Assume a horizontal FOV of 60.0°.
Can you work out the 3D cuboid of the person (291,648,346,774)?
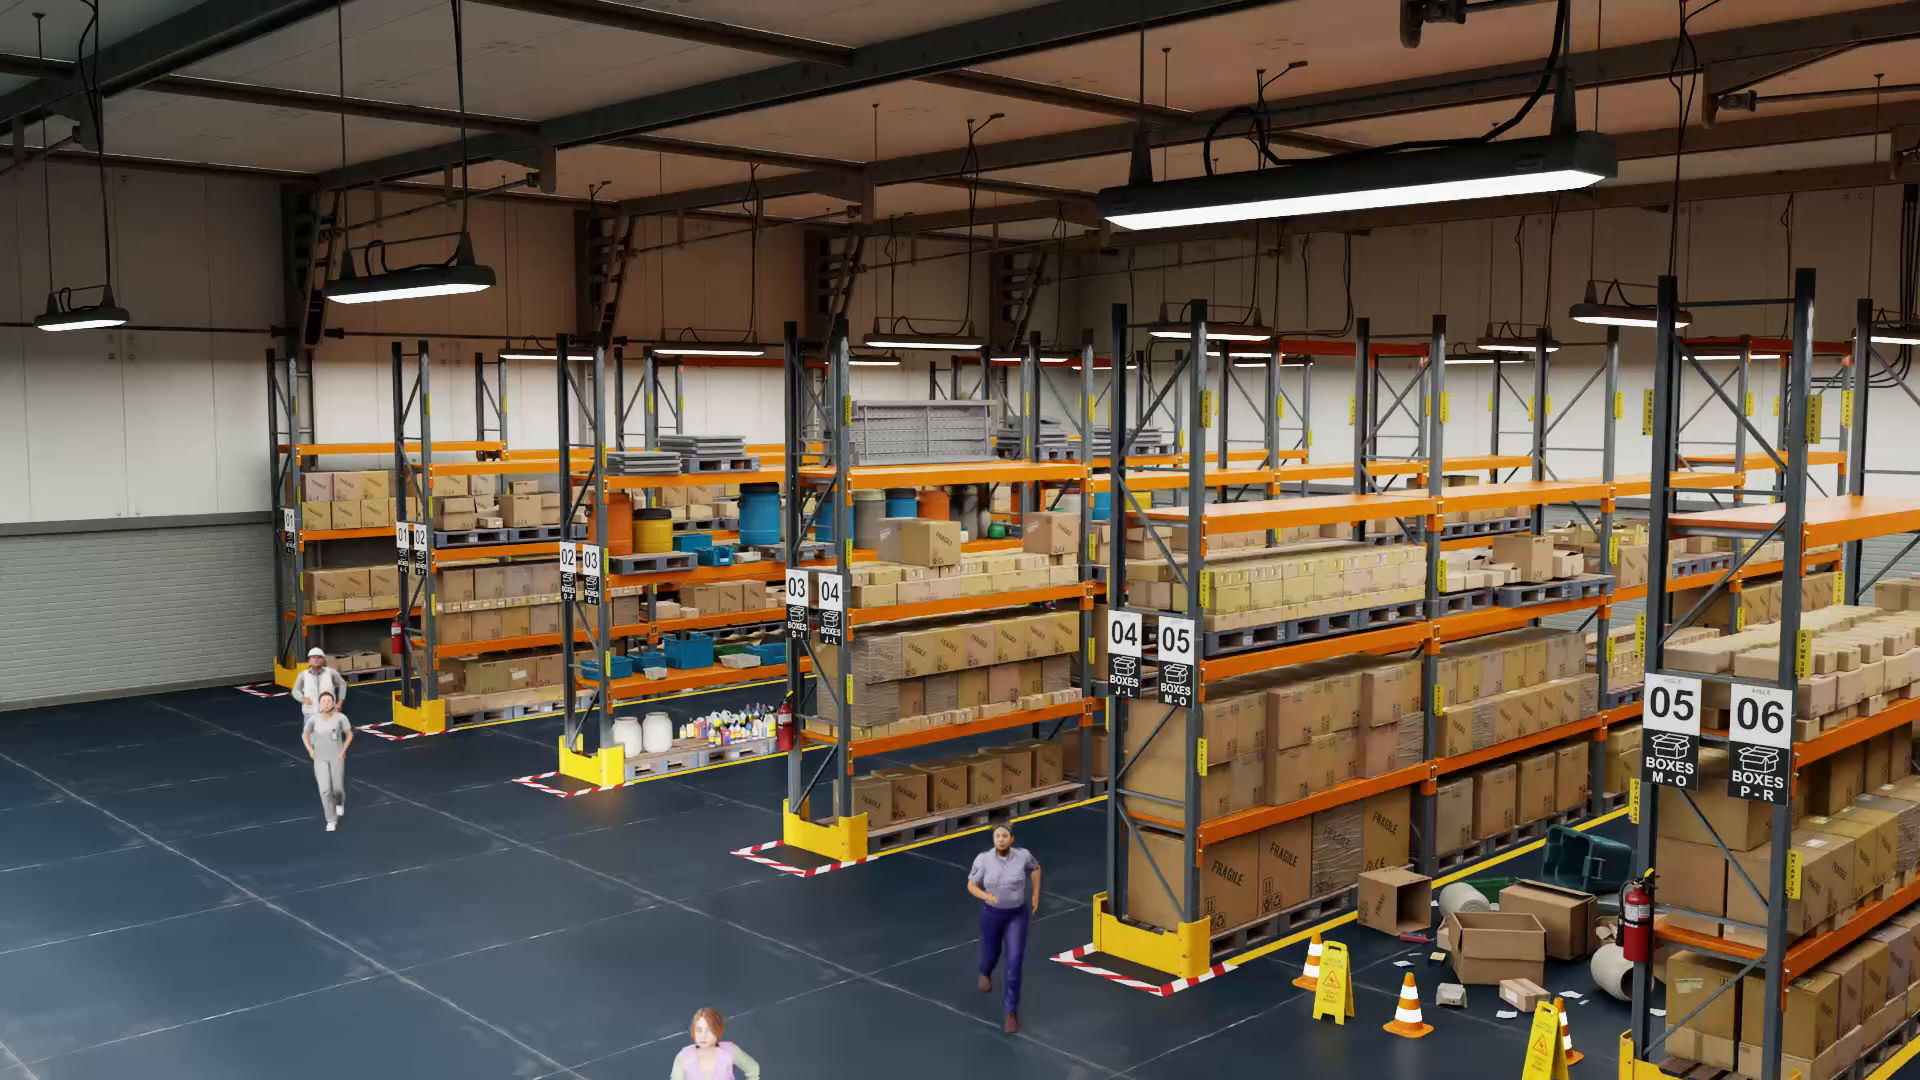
[{"bbox_3d":[-8.719,2.337,22.642,0.708,1.742,0.556,-2,5,-21],"label":"person"}]

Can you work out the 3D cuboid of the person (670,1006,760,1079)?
[{"bbox_3d":[-1.449,3.525,9.698,0.507,1.638,0.727,0,5,2],"label":"person"}]

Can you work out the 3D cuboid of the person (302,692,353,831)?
[{"bbox_3d":[-7.581,2.625,19.948,0.574,1.644,0.618,-2,5,-17],"label":"person"}]

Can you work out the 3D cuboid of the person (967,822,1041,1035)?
[{"bbox_3d":[0.370,3.154,13.867,0.615,1.669,0.935,0,5,1],"label":"person"}]
